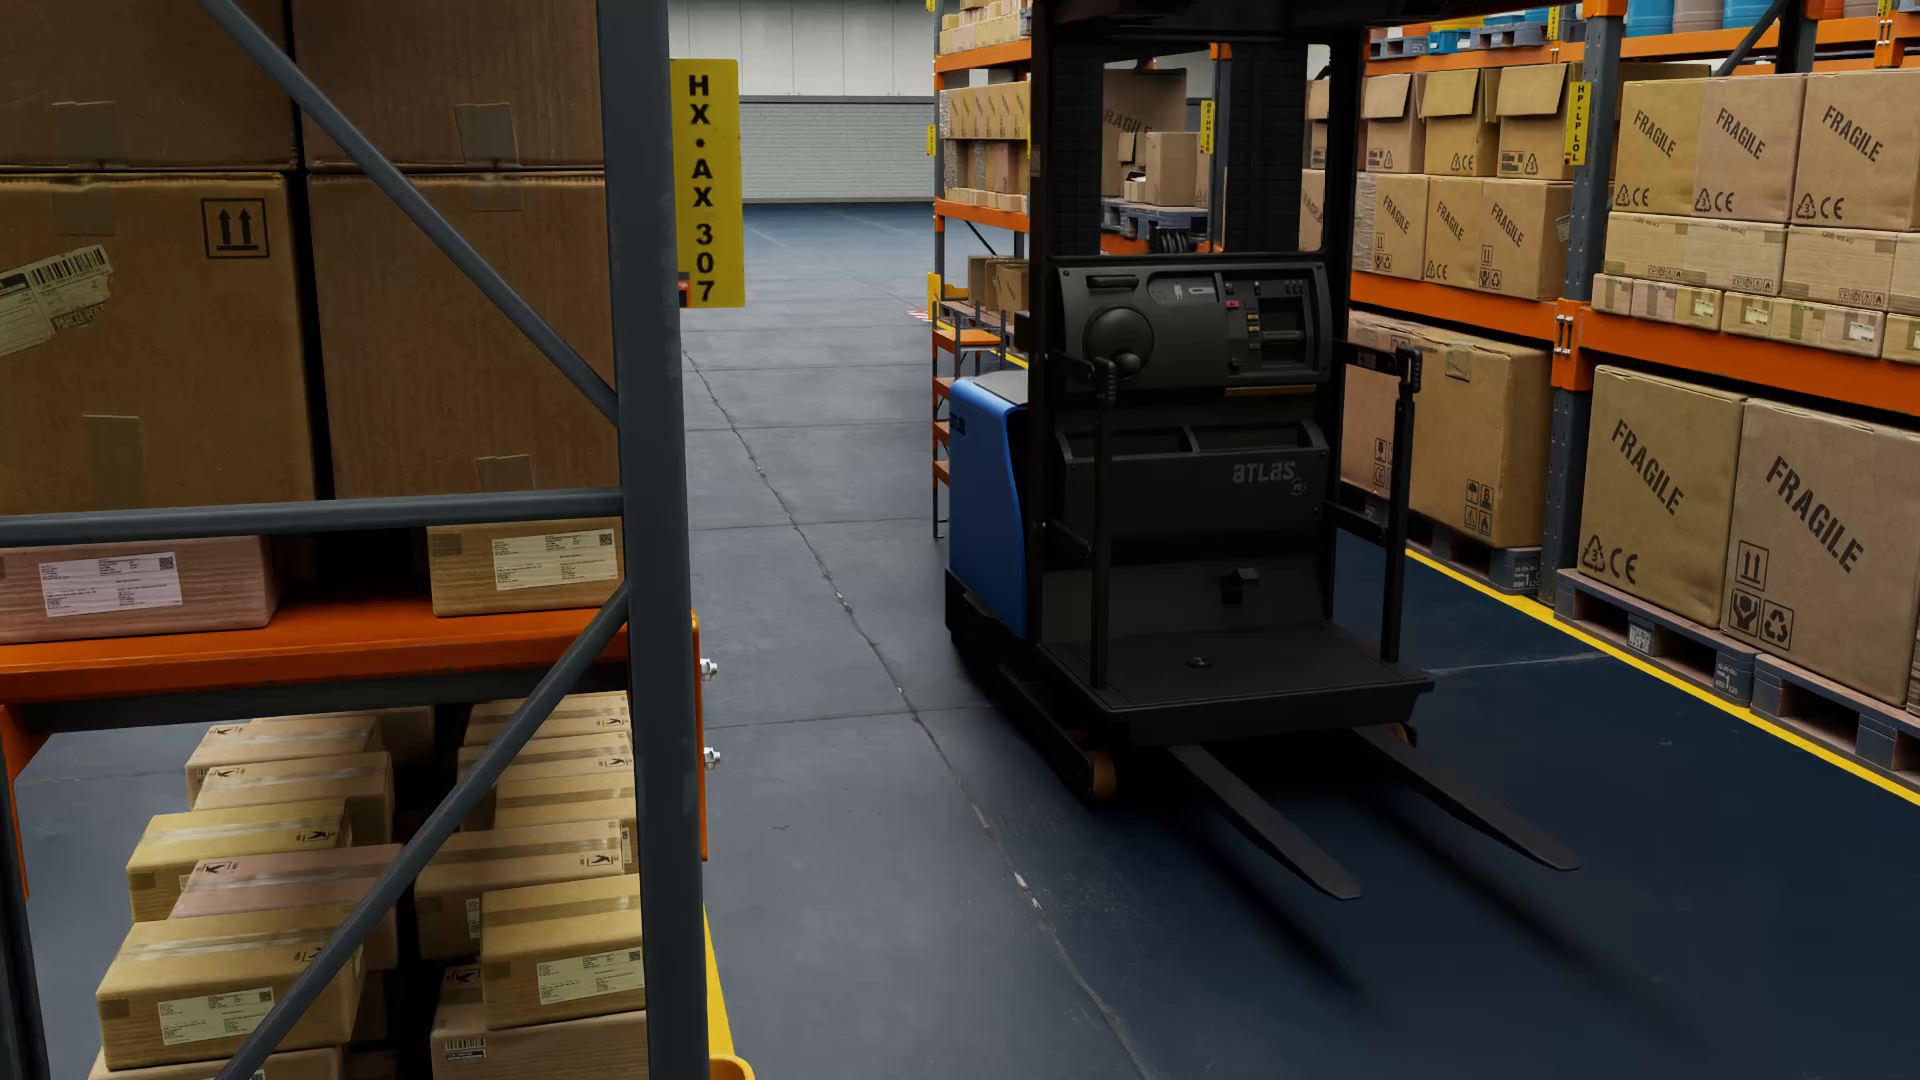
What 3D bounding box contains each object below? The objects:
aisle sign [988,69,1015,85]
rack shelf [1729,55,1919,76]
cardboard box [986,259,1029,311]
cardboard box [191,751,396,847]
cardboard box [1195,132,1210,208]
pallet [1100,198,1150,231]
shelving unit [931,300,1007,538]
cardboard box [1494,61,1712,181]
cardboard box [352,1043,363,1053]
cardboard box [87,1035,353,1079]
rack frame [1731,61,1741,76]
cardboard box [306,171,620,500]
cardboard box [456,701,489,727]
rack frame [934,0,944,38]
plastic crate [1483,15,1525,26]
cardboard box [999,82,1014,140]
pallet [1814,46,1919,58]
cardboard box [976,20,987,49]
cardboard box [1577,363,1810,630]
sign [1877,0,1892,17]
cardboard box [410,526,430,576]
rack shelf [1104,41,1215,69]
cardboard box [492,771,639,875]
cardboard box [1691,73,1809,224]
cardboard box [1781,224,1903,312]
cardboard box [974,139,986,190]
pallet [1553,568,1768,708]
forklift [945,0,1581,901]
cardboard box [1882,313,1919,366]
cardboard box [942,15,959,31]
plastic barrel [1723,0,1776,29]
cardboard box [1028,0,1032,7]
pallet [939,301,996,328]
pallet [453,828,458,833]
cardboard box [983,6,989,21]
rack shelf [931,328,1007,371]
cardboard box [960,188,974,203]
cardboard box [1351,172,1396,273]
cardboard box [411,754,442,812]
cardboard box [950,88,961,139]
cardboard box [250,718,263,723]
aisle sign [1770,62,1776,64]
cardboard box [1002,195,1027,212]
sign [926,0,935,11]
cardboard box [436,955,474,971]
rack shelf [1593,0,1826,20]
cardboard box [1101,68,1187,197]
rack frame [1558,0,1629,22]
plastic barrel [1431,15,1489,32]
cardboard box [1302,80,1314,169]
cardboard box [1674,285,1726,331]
[{"bbox_3d":[0.495,-5.261,18.163,0.394,0.787,0.004,-3,14,-13],"label":"aisle sign"},{"bbox_3d":[10.317,-5.165,18.442,1.077,0.370,4.000,-3,14,-13],"label":"rack shelf"},{"bbox_3d":[0.522,-2.676,17.442,0.500,0.500,0.500,0,14,2],"label":"cardboard box"},{"bbox_3d":[-1.427,0.584,3.586,0.380,0.149,0.250,-4,14,-15],"label":"cardboard box"},{"bbox_3d":[1.931,-2.497,11.230,0.500,0.500,0.500,-5,15,-20],"label":"cardboard box"},{"bbox_3d":[1.592,-2.483,12.674,1.003,0.211,1.213,-3,14,-13],"label":"pallet"},{"bbox_3d":[0.039,-0.545,8.128,0.258,1.200,0.503,-3,14,-13],"label":"shelving unit"},{"bbox_3d":[2.878,-1.882,7.484,0.797,0.503,0.637,-4,14,-15],"label":"cardboard box"},{"bbox_3d":[-1.355,0.994,3.158,0.380,0.149,0.250,-3,14,-11],"label":"cardboard box"},{"bbox_3d":[-1.271,0.908,2.887,0.380,0.149,0.250,-4,14,-15],"label":"cardboard box"},{"bbox_3d":[9.848,-4.518,20.602,1.000,3.000,0.127,-3,14,-13],"label":"rack frame"},{"bbox_3d":[-0.707,-0.335,2.640,0.500,0.500,0.500,-3,14,-11],"label":"cardboard box"},{"bbox_3d":[-1.143,0.374,4.445,0.380,0.149,0.250,-3,14,-13],"label":"cardboard box"},{"bbox_3d":[0.218,-6.881,17.633,1.000,3.000,0.127,-3,14,-13],"label":"rack frame"},{"bbox_3d":[5.773,-5.269,17.389,0.392,0.384,0.575,-3,14,-13],"label":"plastic crate"},{"bbox_3d":[0.665,-3.927,15.236,0.500,0.500,0.500,-3,14,-13],"label":"cardboard box"},{"bbox_3d":[10.279,-5.486,18.428,1.003,0.211,1.213,-3,14,-13],"label":"pallet"},{"bbox_3d":[0.446,-4.873,16.048,0.500,0.250,0.500,-3,14,-12],"label":"cardboard box"},{"bbox_3d":[3.113,-0.214,6.575,0.875,0.875,0.875,-3,14,-13],"label":"cardboard box"},{"bbox_3d":[6.378,-3.772,11.445,0.100,0.325,0.005,-3,14,-13],"label":"sign"},{"bbox_3d":[-0.727,-0.050,2.842,0.380,0.149,0.250,-3,14,-11],"label":"cardboard box"},{"bbox_3d":[1.627,-3.691,12.409,1.077,0.370,4.000,-3,14,-13],"label":"rack shelf"},{"bbox_3d":[-0.779,0.607,3.491,0.380,0.149,0.250,-3,14,-13],"label":"cardboard box"},{"bbox_3d":[3.008,-1.396,5.930,0.500,0.500,0.500,-3,14,-13],"label":"cardboard box"},{"bbox_3d":[3.131,-0.913,5.534,0.500,0.250,0.500,-3,14,-12],"label":"cardboard box"},{"bbox_3d":[0.630,-3.805,16.845,0.875,0.500,0.500,-3,14,-13],"label":"cardboard box"},{"bbox_3d":[3.138,0.336,6.609,1.003,0.211,1.213,-3,14,-13],"label":"pallet"},{"bbox_3d":[0.826,-0.716,5.184,1.130,2.935,3.031,-4,14,-15],"label":"forklift"},{"bbox_3d":[3.150,-0.631,5.217,0.380,0.149,0.250,-4,14,-15],"label":"cardboard box"},{"bbox_3d":[0.024,-5.404,17.380,0.380,0.149,0.250,-3,14,-12],"label":"cardboard box"},{"bbox_3d":[6.609,-4.614,13.617,0.600,0.901,0.708,-3,14,-13],"label":"plastic barrel"},{"bbox_3d":[0.800,-4.681,14.423,0.380,0.149,0.250,-3,14,-11],"label":"cardboard box"},{"bbox_3d":[0.392,-2.406,17.829,1.003,0.211,1.213,-3,14,-13],"label":"pallet"},{"bbox_3d":[-1.327,0.844,4.528,1.003,0.211,1.213,-3,14,-13],"label":"pallet"},{"bbox_3d":[0.434,-5.112,16.186,0.380,0.149,0.250,-3,14,-14],"label":"cardboard box"},{"bbox_3d":[0.039,-0.926,8.035,0.258,0.148,0.480,-3,14,-13],"label":"rack shelf"},{"bbox_3d":[0.216,-3.592,17.340,0.380,0.149,0.250,-3,14,-13],"label":"cardboard box"},{"bbox_3d":[2.309,-1.691,8.816,0.500,0.500,0.500,-3,14,-13],"label":"cardboard box"},{"bbox_3d":[-1.556,0.690,4.403,0.380,0.149,0.250,-3,14,-12],"label":"cardboard box"},{"bbox_3d":[0.192,-4.388,17.124,0.500,0.500,0.500,-3,14,-13],"label":"cardboard box"},{"bbox_3d":[-1.663,0.547,4.363,0.380,0.149,0.250,-3,14,-13],"label":"cardboard box"},{"bbox_3d":[10.118,-5.813,20.422,0.394,0.787,0.004,-3,14,-13],"label":"aisle sign"},{"bbox_3d":[0.604,-3.126,15.432,0.380,0.149,0.250,-3,14,-13],"label":"cardboard box"},{"bbox_3d":[-0.310,-5.819,17.761,0.100,0.325,0.005,-3,14,-13],"label":"sign"},{"bbox_3d":[-0.896,0.760,3.490,0.380,0.149,0.250,-3,14,-12],"label":"cardboard box"},{"bbox_3d":[3.506,-1.845,4.855,1.077,0.370,4.000,-3,14,-13],"label":"rack shelf"},{"bbox_3d":[1.208,-3.349,13.665,1.000,1.000,1.000,-3,14,-13],"label":"cardboard box"},{"bbox_3d":[5.971,-6.235,14.986,1.000,3.000,0.127,-3,14,-13],"label":"rack frame"},{"bbox_3d":[5.423,-5.740,17.999,0.600,0.588,0.600,0,14,0],"label":"plastic barrel"},{"bbox_3d":[2.252,-2.488,9.966,0.797,0.503,0.637,-3,14,-11],"label":"cardboard box"},{"bbox_3d":[2.906,-0.869,6.192,0.380,0.149,0.250,-3,14,-11],"label":"cardboard box"}]
